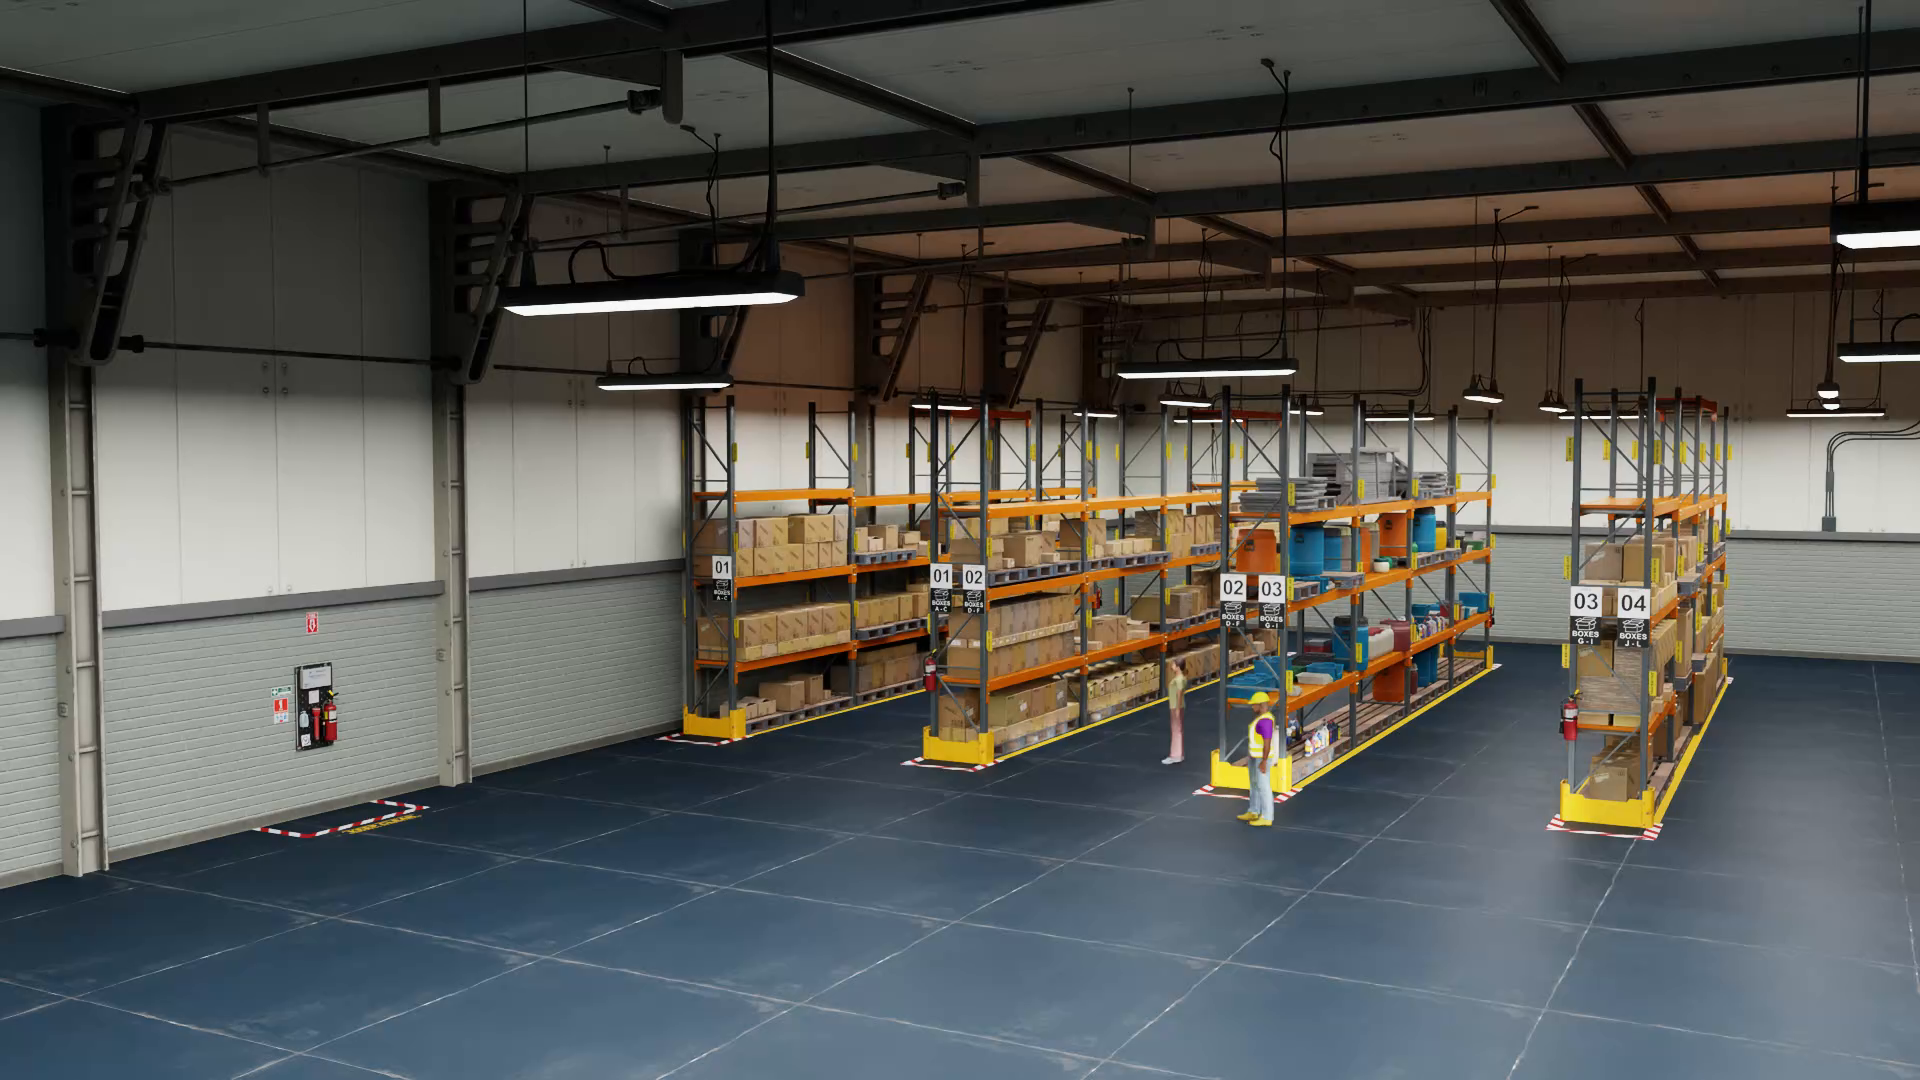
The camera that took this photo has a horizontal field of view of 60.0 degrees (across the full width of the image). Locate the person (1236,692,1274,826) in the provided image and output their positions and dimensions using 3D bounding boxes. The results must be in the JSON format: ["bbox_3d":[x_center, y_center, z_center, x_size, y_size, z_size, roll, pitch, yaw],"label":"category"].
[{"bbox_3d":[4.008,2.929,22.469,0.472,1.765,0.648,0,3,-7],"label":"person"}]

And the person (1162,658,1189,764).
[{"bbox_3d":[3.494,2.752,26.926,0.421,1.679,0.525,0,3,9],"label":"person"}]
